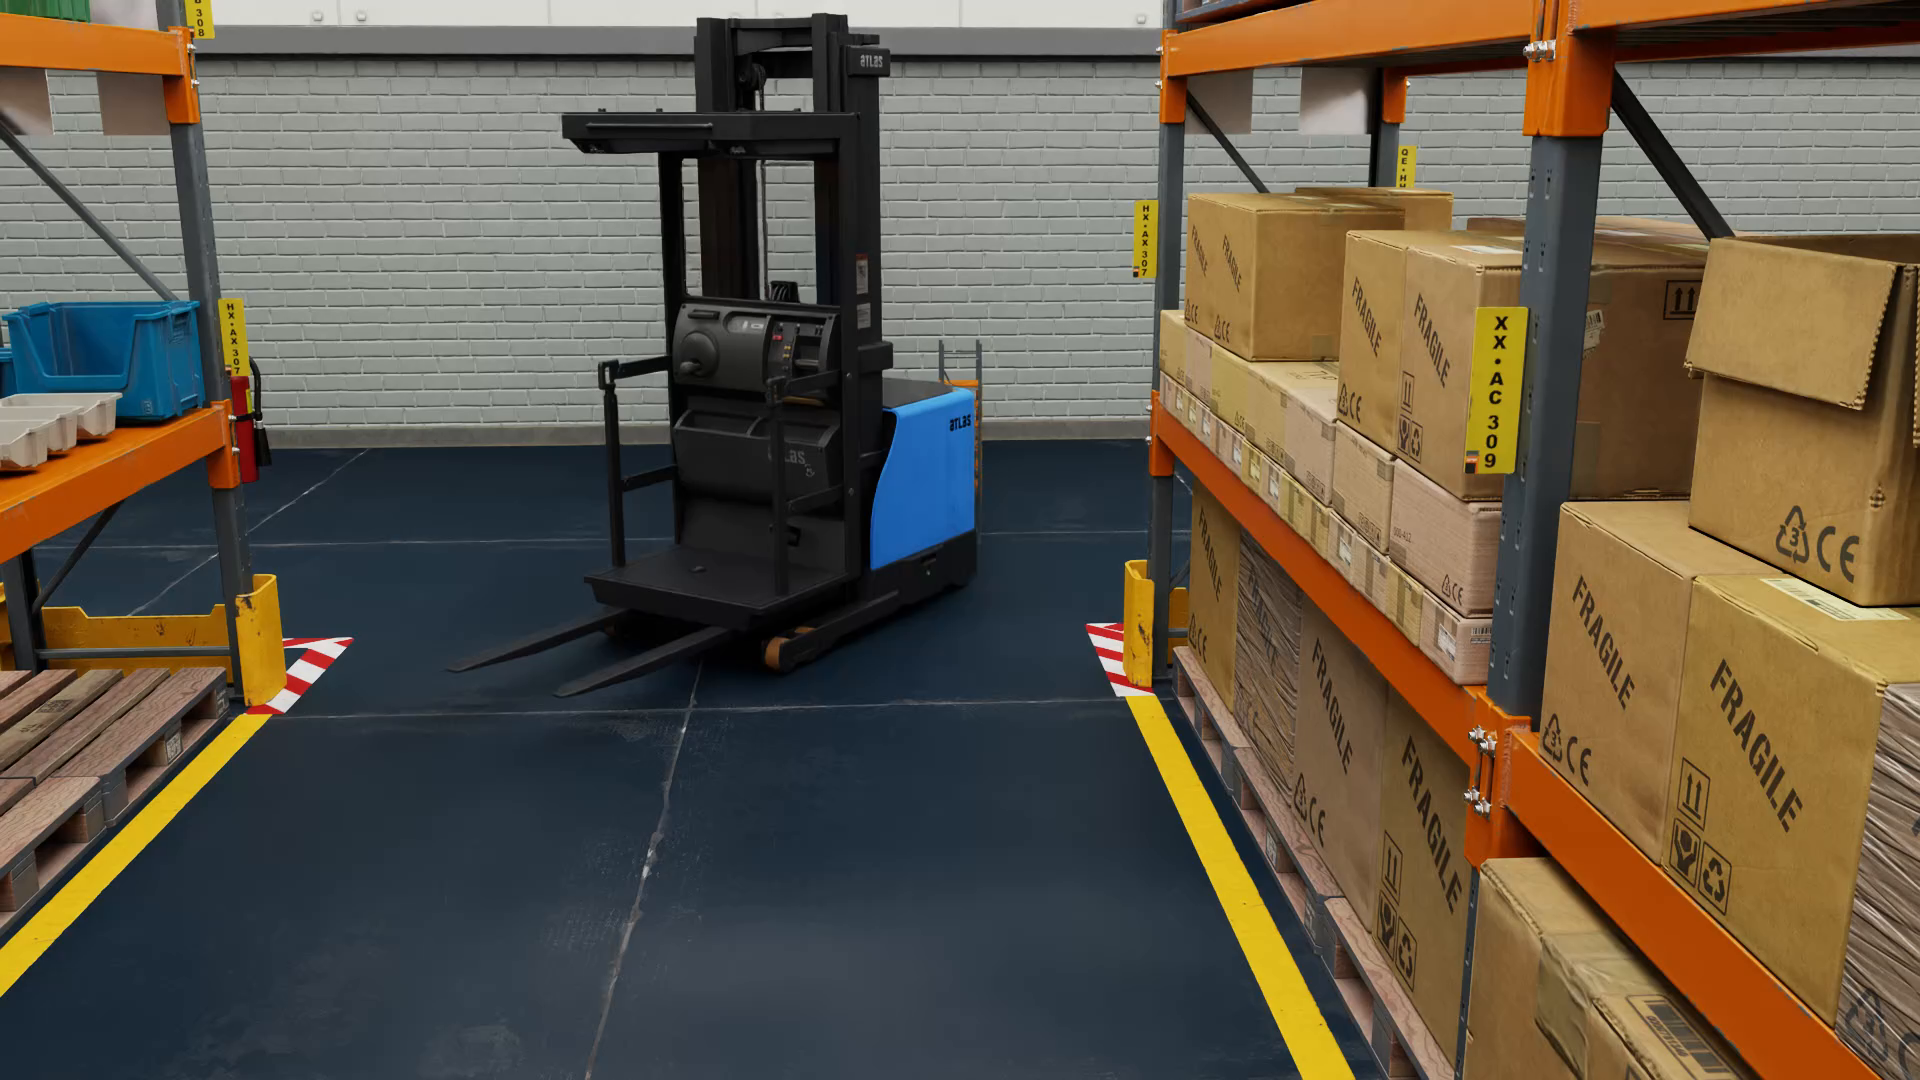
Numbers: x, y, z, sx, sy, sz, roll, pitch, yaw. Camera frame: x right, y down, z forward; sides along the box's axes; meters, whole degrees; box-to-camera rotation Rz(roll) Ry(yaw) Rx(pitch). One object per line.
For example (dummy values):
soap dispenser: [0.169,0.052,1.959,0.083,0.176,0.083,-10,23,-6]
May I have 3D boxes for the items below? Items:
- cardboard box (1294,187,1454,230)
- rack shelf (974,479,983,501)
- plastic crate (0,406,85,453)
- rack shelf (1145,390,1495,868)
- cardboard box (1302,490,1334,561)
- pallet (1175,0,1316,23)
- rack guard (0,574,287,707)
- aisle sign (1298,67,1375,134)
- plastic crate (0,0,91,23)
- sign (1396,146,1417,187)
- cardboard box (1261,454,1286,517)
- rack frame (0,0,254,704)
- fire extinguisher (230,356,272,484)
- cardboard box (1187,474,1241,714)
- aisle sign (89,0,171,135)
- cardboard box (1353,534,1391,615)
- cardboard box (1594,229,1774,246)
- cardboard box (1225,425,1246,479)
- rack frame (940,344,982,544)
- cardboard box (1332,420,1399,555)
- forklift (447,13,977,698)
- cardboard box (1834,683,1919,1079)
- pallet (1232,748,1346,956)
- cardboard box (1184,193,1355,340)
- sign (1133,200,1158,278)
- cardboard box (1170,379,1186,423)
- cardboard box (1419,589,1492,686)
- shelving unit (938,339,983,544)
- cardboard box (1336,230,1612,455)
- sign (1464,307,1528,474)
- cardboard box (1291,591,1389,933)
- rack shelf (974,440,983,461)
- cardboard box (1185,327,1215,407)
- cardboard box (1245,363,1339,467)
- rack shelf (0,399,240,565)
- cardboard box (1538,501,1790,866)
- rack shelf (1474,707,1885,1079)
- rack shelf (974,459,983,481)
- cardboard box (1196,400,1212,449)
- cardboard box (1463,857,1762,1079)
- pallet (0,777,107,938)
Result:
cardboard box: [1.640,-1.153,6.687,0.500,0.500,0.500,-1,14,-3]
rack shelf: [0.001,-0.302,9.934,0.258,0.103,0.180,-1,14,-3]
plastic crate: [-3.361,-0.388,5.923,0.396,0.136,0.243,-1,14,-3]
rack shelf: [1.472,0.010,5.410,1.077,0.370,4.000,-1,14,-3]
cardboard box: [1.185,-0.046,4.688,0.380,0.149,0.250,-1,14,-2]
pallet: [1.404,-2.061,6.174,1.003,0.211,1.213,-1,14,-3]
rack guard: [-3.610,0.446,7.290,1.175,0.500,0.348,-1,14,-3]
aisle sign: [1.643,-2.117,7.017,0.394,0.787,0.004,-1,14,-3]
plastic crate: [-3.250,-1.868,5.673,0.450,0.188,0.336,-1,14,-3]
sign: [1.890,-1.516,7.099,0.100,0.325,0.005,-1,14,-3]
cardboard box: [1.155,-0.173,5.182,0.380,0.149,0.250,-1,14,-3]
rack frame: [-3.596,-0.759,6.956,1.000,3.000,0.127,-1,14,-3]
fire extinguisher: [-3.152,-0.585,7.186,0.296,0.674,0.183,-1,14,-3]
cardboard box: [1.467,0.148,6.852,0.875,0.875,0.875,-1,14,-3]
aisle sign: [-3.308,-2.040,6.720,0.394,0.787,0.004,-1,14,-3]
cardboard box: [1.218,0.082,4.191,0.380,0.149,0.250,-1,14,-4]
cardboard box: [1.798,-0.521,4.230,0.500,0.500,0.500,-1,14,-3]
cardboard box: [1.122,-0.301,5.679,0.380,0.149,0.250,-1,14,-4]
rack frame: [0.007,-0.555,9.774,0.240,1.200,0.006,-1,14,-3]
cardboard box: [1.272,-0.146,4.280,0.500,0.250,0.500,0,14,-2]
forklift: [-1.100,-0.939,7.792,1.130,2.935,3.031,9,17,30]
cardboard box: [1.437,0.479,1.945,0.500,0.500,0.500,-1,14,-5]
pallet: [1.548,1.015,5.656,1.003,0.211,1.213,-1,14,-3]
cardboard box: [1.139,-1.022,6.178,0.500,0.500,0.500,-1,14,-5]
sign: [0.793,-1.286,7.108,0.100,0.325,0.005,-1,14,-3]
cardboard box: [1.058,-0.557,6.674,0.380,0.149,0.250,-1,14,-4]
cardboard box: [1.250,0.210,3.694,0.380,0.149,0.250,-1,14,-3]
shelving unit: [0.001,-0.577,9.863,0.258,1.200,0.189,-1,14,-3]
cardboard box: [1.273,-0.510,4.188,0.500,0.500,0.500,-1,14,-3]
sign: [1.042,-0.289,3.235,0.100,0.325,0.005,-1,14,-3]
cardboard box: [1.579,0.596,5.112,0.875,0.875,0.875,-1,14,-3]
rack shelf: [0.001,-0.534,9.874,0.258,0.103,0.180,-1,14,-3]
cardboard box: [1.147,-0.654,6.253,0.500,0.250,0.500,-1,14,-4]
cardboard box: [1.212,-0.399,5.263,0.500,0.250,0.500,-1,14,-5]
rack shelf: [-3.472,0.087,5.113,1.077,0.370,4.000,-1,14,-3]
cardboard box: [1.374,0.229,2.915,0.500,0.500,0.500,-1,14,-3]
rack shelf: [1.719,1.005,1.544,1.077,0.370,4.000,-1,14,-3]
rack shelf: [0.001,-0.418,9.904,0.258,0.103,0.180,-1,14,-3]
cardboard box: [1.091,-0.428,6.175,0.380,0.149,0.250,-1,14,-4]
cardboard box: [1.655,1.144,2.982,1.225,0.875,0.875,-1,14,-3]
pallet: [-3.511,1.100,5.328,1.003,0.211,1.213,-1,14,-3]
